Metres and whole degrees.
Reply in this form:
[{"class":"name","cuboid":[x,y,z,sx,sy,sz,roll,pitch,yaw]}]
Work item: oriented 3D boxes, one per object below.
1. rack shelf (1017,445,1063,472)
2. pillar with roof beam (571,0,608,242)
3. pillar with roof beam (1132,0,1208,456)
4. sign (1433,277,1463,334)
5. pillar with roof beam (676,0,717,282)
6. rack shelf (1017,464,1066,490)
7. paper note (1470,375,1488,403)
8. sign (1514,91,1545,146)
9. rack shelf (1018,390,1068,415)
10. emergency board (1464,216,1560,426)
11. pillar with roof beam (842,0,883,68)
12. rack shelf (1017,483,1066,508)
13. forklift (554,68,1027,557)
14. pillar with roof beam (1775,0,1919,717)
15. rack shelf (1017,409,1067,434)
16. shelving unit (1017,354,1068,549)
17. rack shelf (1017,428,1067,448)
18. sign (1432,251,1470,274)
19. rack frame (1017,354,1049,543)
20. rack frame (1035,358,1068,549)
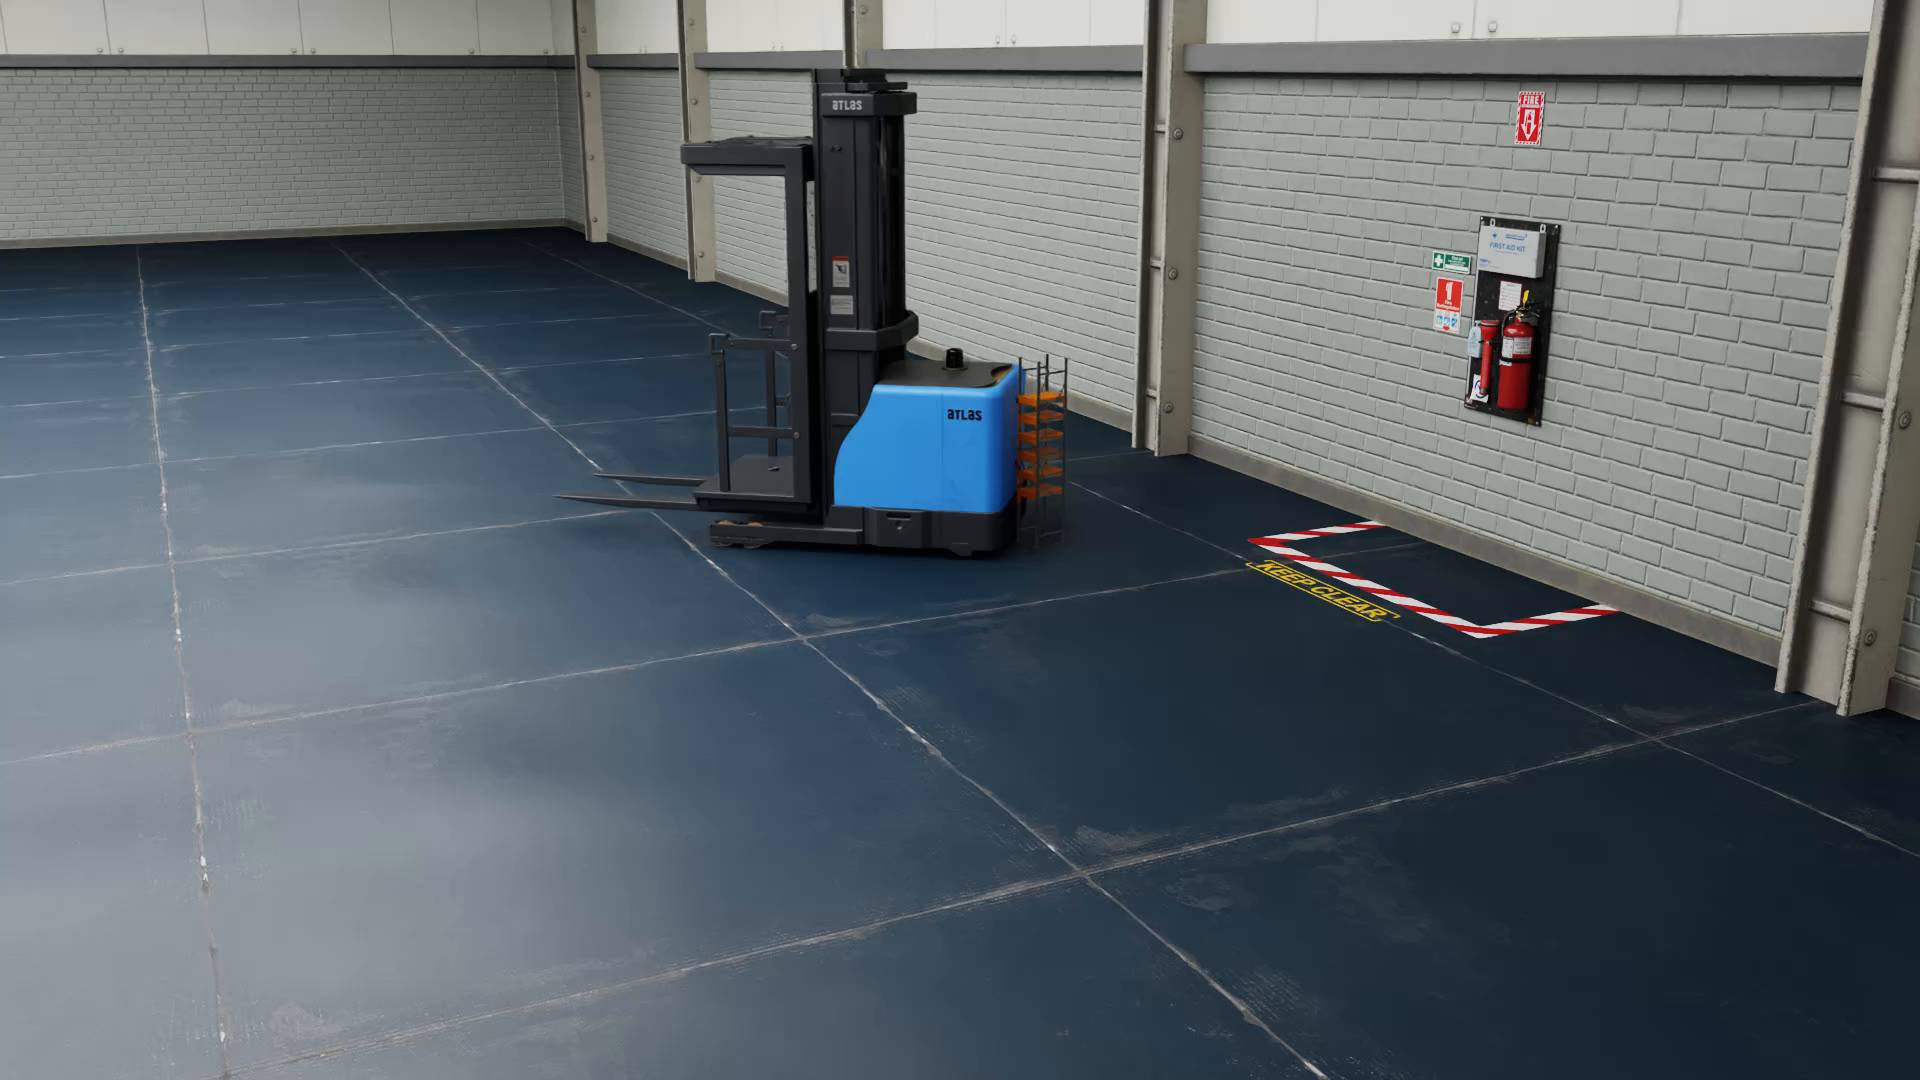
[{"class":"rack shelf","cuboid":[0.518,-0.517,10.539,0.258,0.103,0.180,-12,20,-35]},{"class":"pillar with roof beam","cuboid":[-10.153,-8.990,25.763,9.100,9.000,0.400,-8,18,-25]},{"class":"pillar with roof beam","cuboid":[-2.267,-4.526,10.210,9.100,9.000,0.400,-8,18,-25]},{"class":"sign","cuboid":[3.033,-1.459,10.333,0.001,0.329,0.234,-8,18,-25]},{"class":"pillar with roof beam","cuboid":[-7.524,-7.502,20.579,9.100,9.000,0.400,-8,18,-25]},{"class":"rack shelf","cuboid":[0.518,-0.402,10.572,0.258,0.103,0.180,-12,20,-35]},{"class":"paper note","cuboid":[3.167,-0.921,10.121,0.016,0.148,0.142,-8,18,-25]},{"class":"sign","cuboid":[3.269,-2.421,9.546,0.001,0.298,0.199,-8,18,-25]},{"class":"rack shelf","cuboid":[0.518,-0.863,10.439,0.258,0.103,0.180,-12,20,-35]},{"class":"emergency board","cuboid":[3.183,-1.293,9.817,0.194,1.169,0.643,-8,18,-25]},{"class":"pillar with roof beam","cuboid":[-4.896,-6.014,15.394,9.100,9.000,0.400,-8,18,-25]},{"class":"rack shelf","cuboid":[0.518,-0.287,10.605,0.258,0.103,0.180,-12,20,-35]},{"class":"forklift","cuboid":[-1.127,-1.491,10.631,3.031,2.935,1.130,3,16,11]},{"class":"pillar with roof beam","cuboid":[0.361,-3.039,5.026,9.100,9.000,0.400,-8,18,-25]},{"class":"rack shelf","cuboid":[0.518,-0.748,10.472,0.258,0.103,0.180,-12,20,-35]},{"class":"shelving unit","cuboid":[0.518,-0.560,10.526,0.258,1.200,0.189,-12,20,-35]},{"class":"rack shelf","cuboid":[0.518,-0.633,10.505,0.258,0.103,0.180,-12,20,-35]},{"class":"sign","cuboid":[3.027,-1.712,10.253,0.001,0.109,0.331,-8,18,-25]},{"class":"rack frame","cuboid":[0.463,-0.580,10.597,0.240,1.200,0.006,-12,20,-35]},{"class":"rack frame","cuboid":[0.573,-0.540,10.456,0.240,1.200,0.006,-12,20,-35]}]
